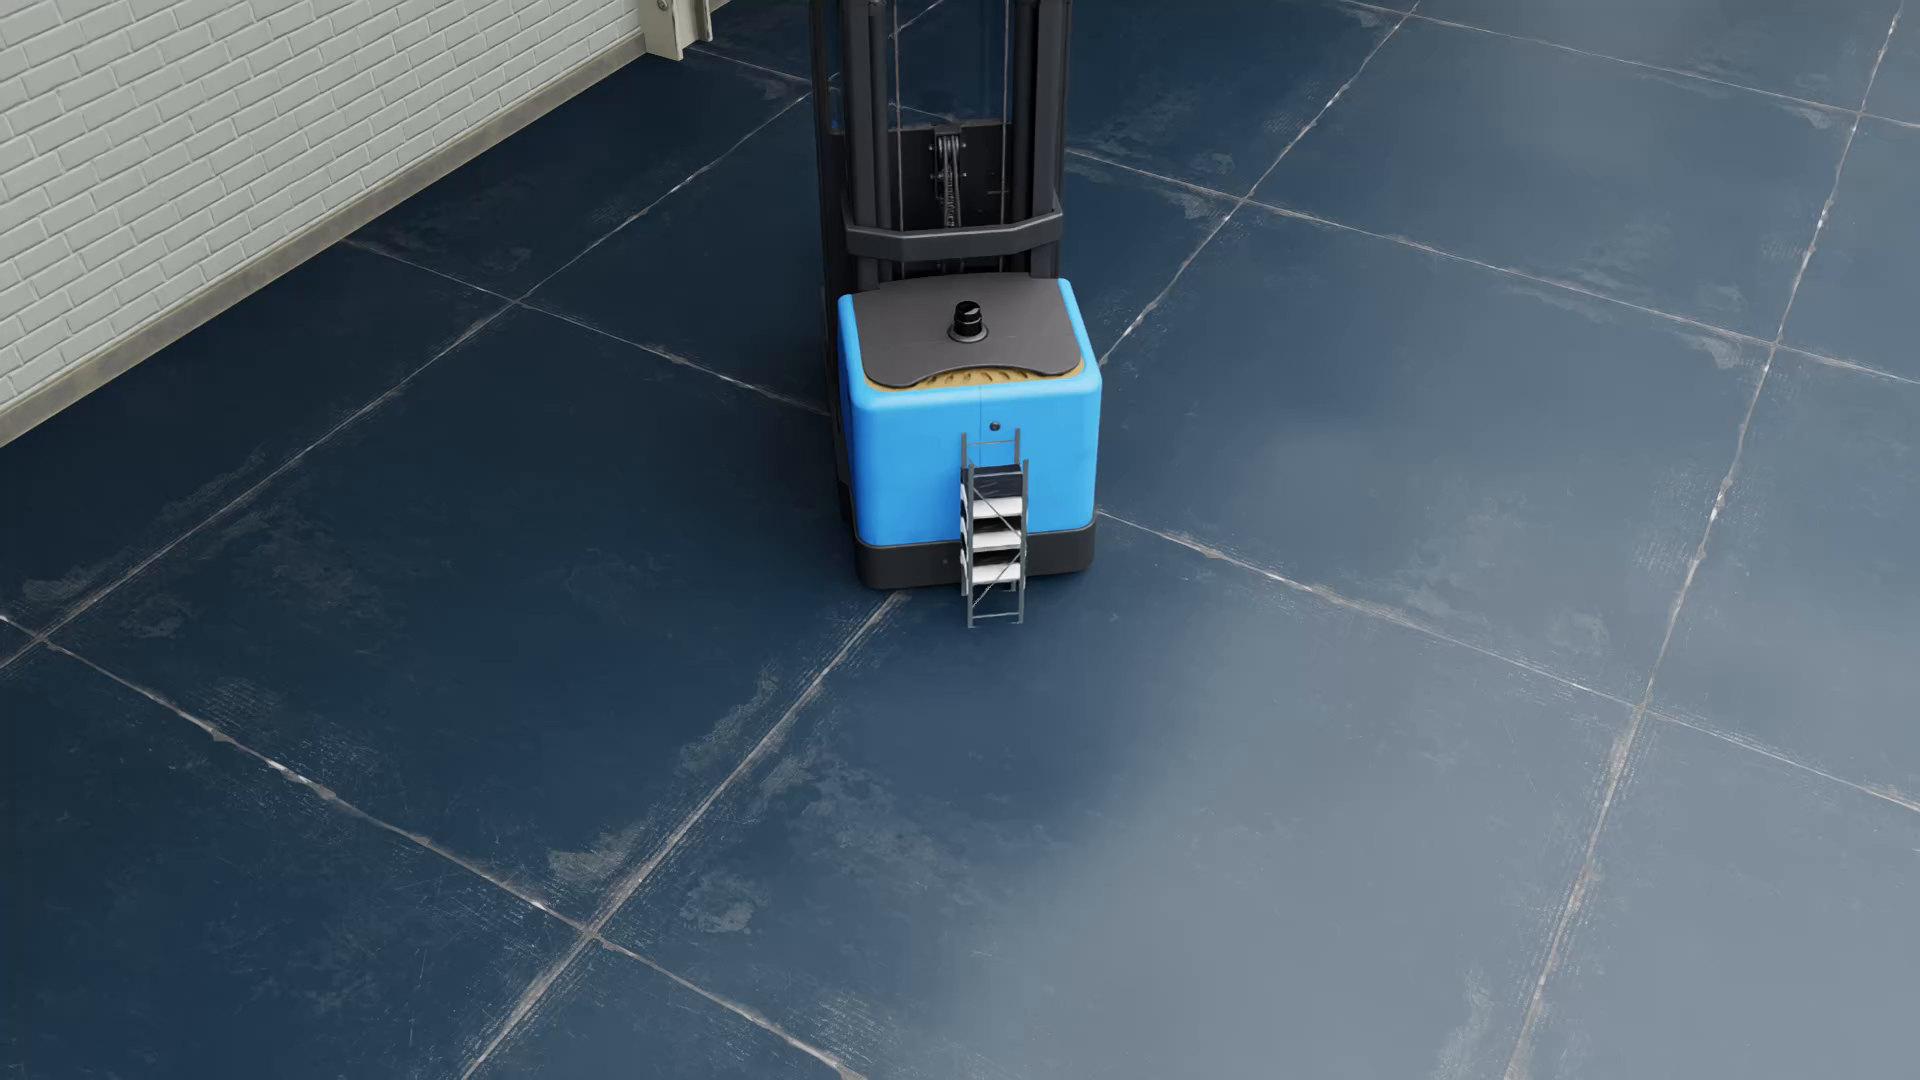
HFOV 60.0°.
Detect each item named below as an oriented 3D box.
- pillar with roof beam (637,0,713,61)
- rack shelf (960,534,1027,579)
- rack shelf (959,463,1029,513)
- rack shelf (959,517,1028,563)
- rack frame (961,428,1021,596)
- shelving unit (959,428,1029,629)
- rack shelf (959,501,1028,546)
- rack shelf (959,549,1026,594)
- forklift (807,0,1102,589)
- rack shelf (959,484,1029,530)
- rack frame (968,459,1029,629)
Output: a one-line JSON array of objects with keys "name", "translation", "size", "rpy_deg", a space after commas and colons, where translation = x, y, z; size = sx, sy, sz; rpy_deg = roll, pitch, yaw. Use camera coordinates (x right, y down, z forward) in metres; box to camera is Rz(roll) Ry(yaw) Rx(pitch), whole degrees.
[{"name": "pillar with roof beam", "translation": [1.790, -5.358, 6.840], "size": [9.100, 9.000, 0.400], "rpy_deg": [21, 45, 22]}, {"name": "rack shelf", "translation": [0.139, 0.056, 7.007], "size": [0.258, 0.077, 0.200], "rpy_deg": [-5, 42, -6]}, {"name": "rack shelf", "translation": [0.139, -0.214, 6.769], "size": [0.258, 0.077, 0.200], "rpy_deg": [-5, 42, -6]}, {"name": "rack shelf", "translation": [0.139, -0.011, 6.948], "size": [0.258, 0.077, 0.200], "rpy_deg": [-5, 42, -6]}, {"name": "rack frame", "translation": [0.125, -0.103, 7.001], "size": [0.240, 0.900, 0.006], "rpy_deg": [-5, 42, -6]}, {"name": "shelving unit", "translation": [0.139, -0.036, 6.926], "size": [0.258, 0.900, 0.210], "rpy_deg": [-5, 42, -6]}, {"name": "rack shelf", "translation": [0.139, -0.079, 6.888], "size": [0.258, 0.077, 0.200], "rpy_deg": [-5, 42, -6]}, {"name": "rack shelf", "translation": [0.139, 0.124, 7.067], "size": [0.258, 0.077, 0.200], "rpy_deg": [-5, 42, -6]}, {"name": "forklift", "translation": [-0.117, -1.860, 7.460], "size": [1.130, 2.935, 3.031], "rpy_deg": [-5, 42, -6]}, {"name": "rack shelf", "translation": [0.139, -0.146, 6.829], "size": [0.258, 0.077, 0.200], "rpy_deg": [-5, 42, -6]}, {"name": "rack frame", "translation": [0.152, 0.030, 6.850], "size": [0.240, 0.900, 0.006], "rpy_deg": [-5, 42, -6]}]
